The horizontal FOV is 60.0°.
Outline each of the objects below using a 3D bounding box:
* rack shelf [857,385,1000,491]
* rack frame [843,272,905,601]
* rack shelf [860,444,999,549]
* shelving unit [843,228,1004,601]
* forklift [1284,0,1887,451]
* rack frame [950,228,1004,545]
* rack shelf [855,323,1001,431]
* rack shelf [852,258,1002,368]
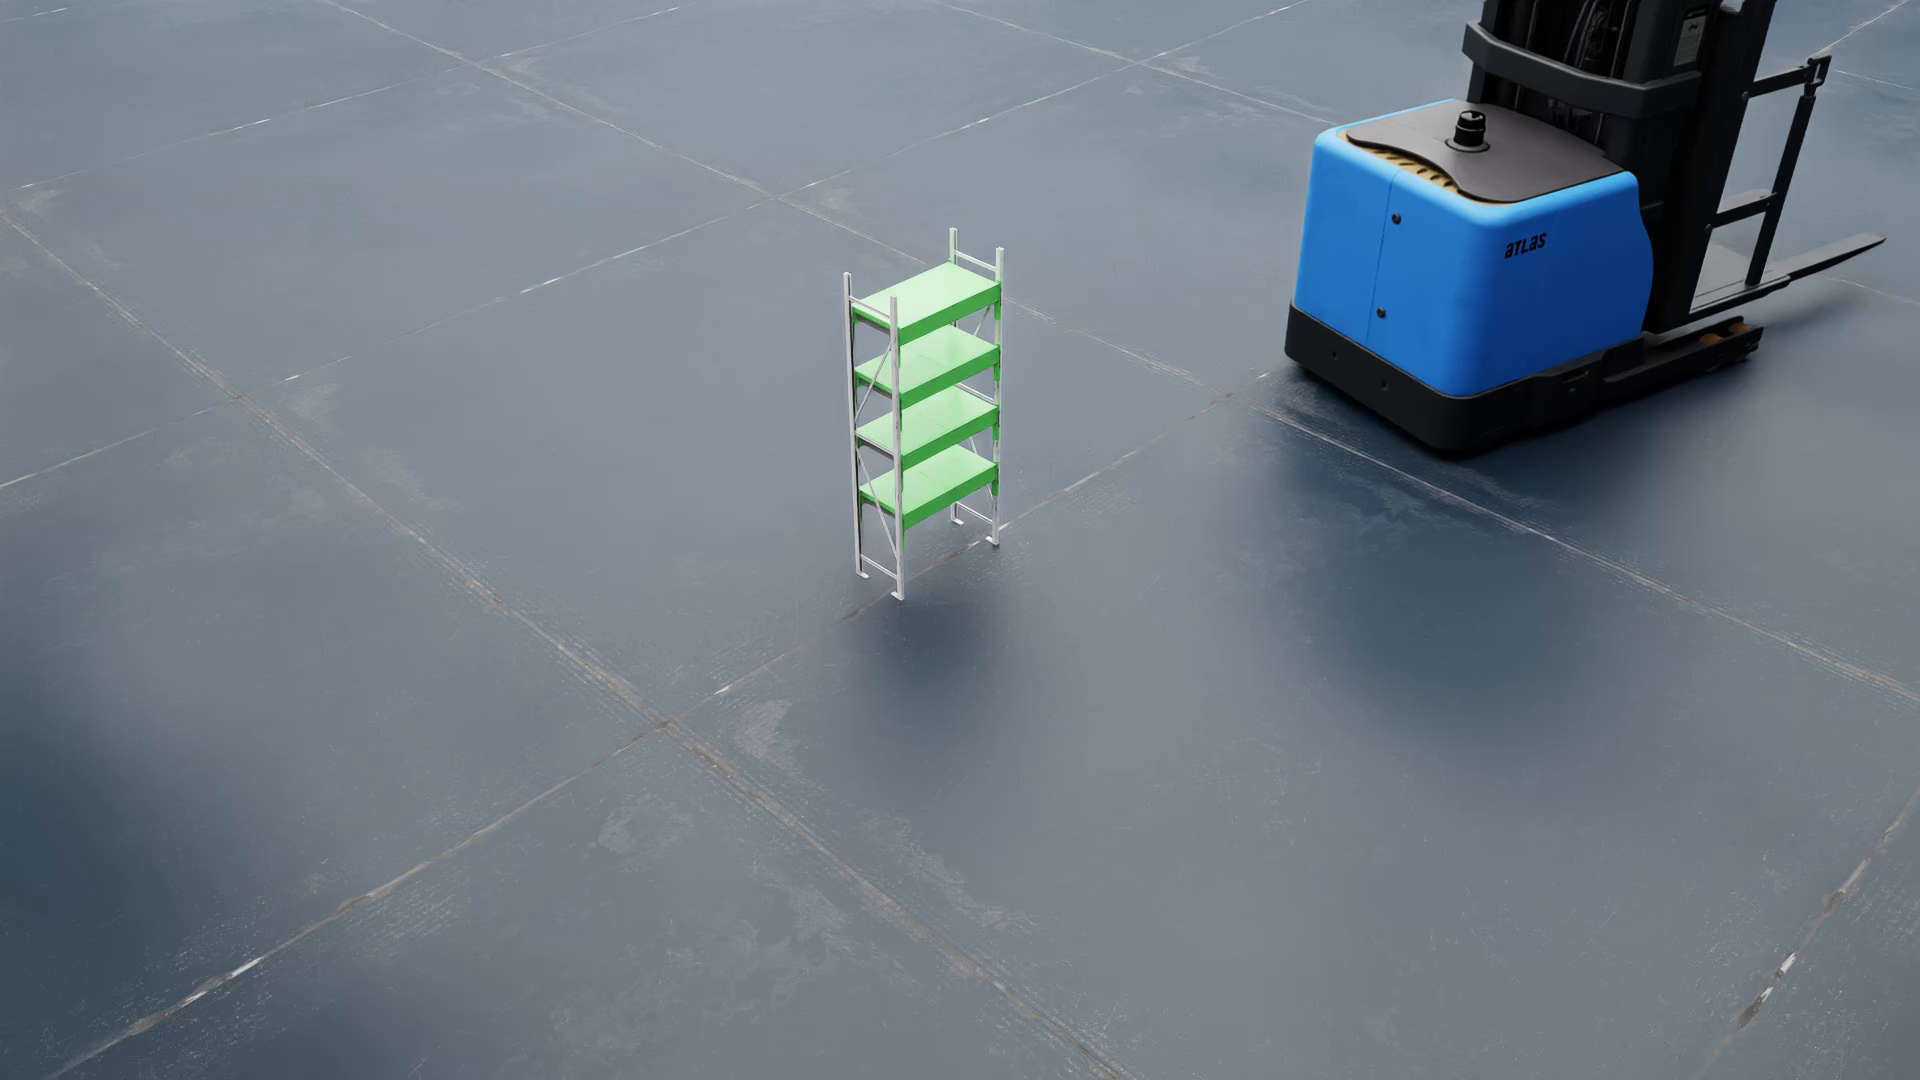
[{"bbox_3d":[-0.117,-0.373,5.847,0.258,0.148,0.480,30,45,35],"label":"rack shelf"},{"bbox_3d":[-0.289,-0.326,5.668,0.240,1.200,0.015,30,45,35],"label":"rack frame"},{"bbox_3d":[-0.117,-0.176,5.984,0.258,0.148,0.480,30,45,35],"label":"rack shelf"},{"bbox_3d":[-0.117,-0.425,5.810,0.258,1.200,0.503,30,45,35],"label":"shelving unit"},{"bbox_3d":[2.954,-2.181,6.815,3.031,2.935,1.130,-19,39,-25],"label":"forklift"},{"bbox_3d":[0.055,-0.524,5.952,0.240,1.200,0.015,30,45,35],"label":"rack frame"},{"bbox_3d":[-0.117,-0.569,5.710,0.258,0.148,0.480,30,45,35],"label":"rack shelf"},{"bbox_3d":[-0.117,-0.766,5.572,0.258,0.148,0.480,30,45,35],"label":"rack shelf"}]
